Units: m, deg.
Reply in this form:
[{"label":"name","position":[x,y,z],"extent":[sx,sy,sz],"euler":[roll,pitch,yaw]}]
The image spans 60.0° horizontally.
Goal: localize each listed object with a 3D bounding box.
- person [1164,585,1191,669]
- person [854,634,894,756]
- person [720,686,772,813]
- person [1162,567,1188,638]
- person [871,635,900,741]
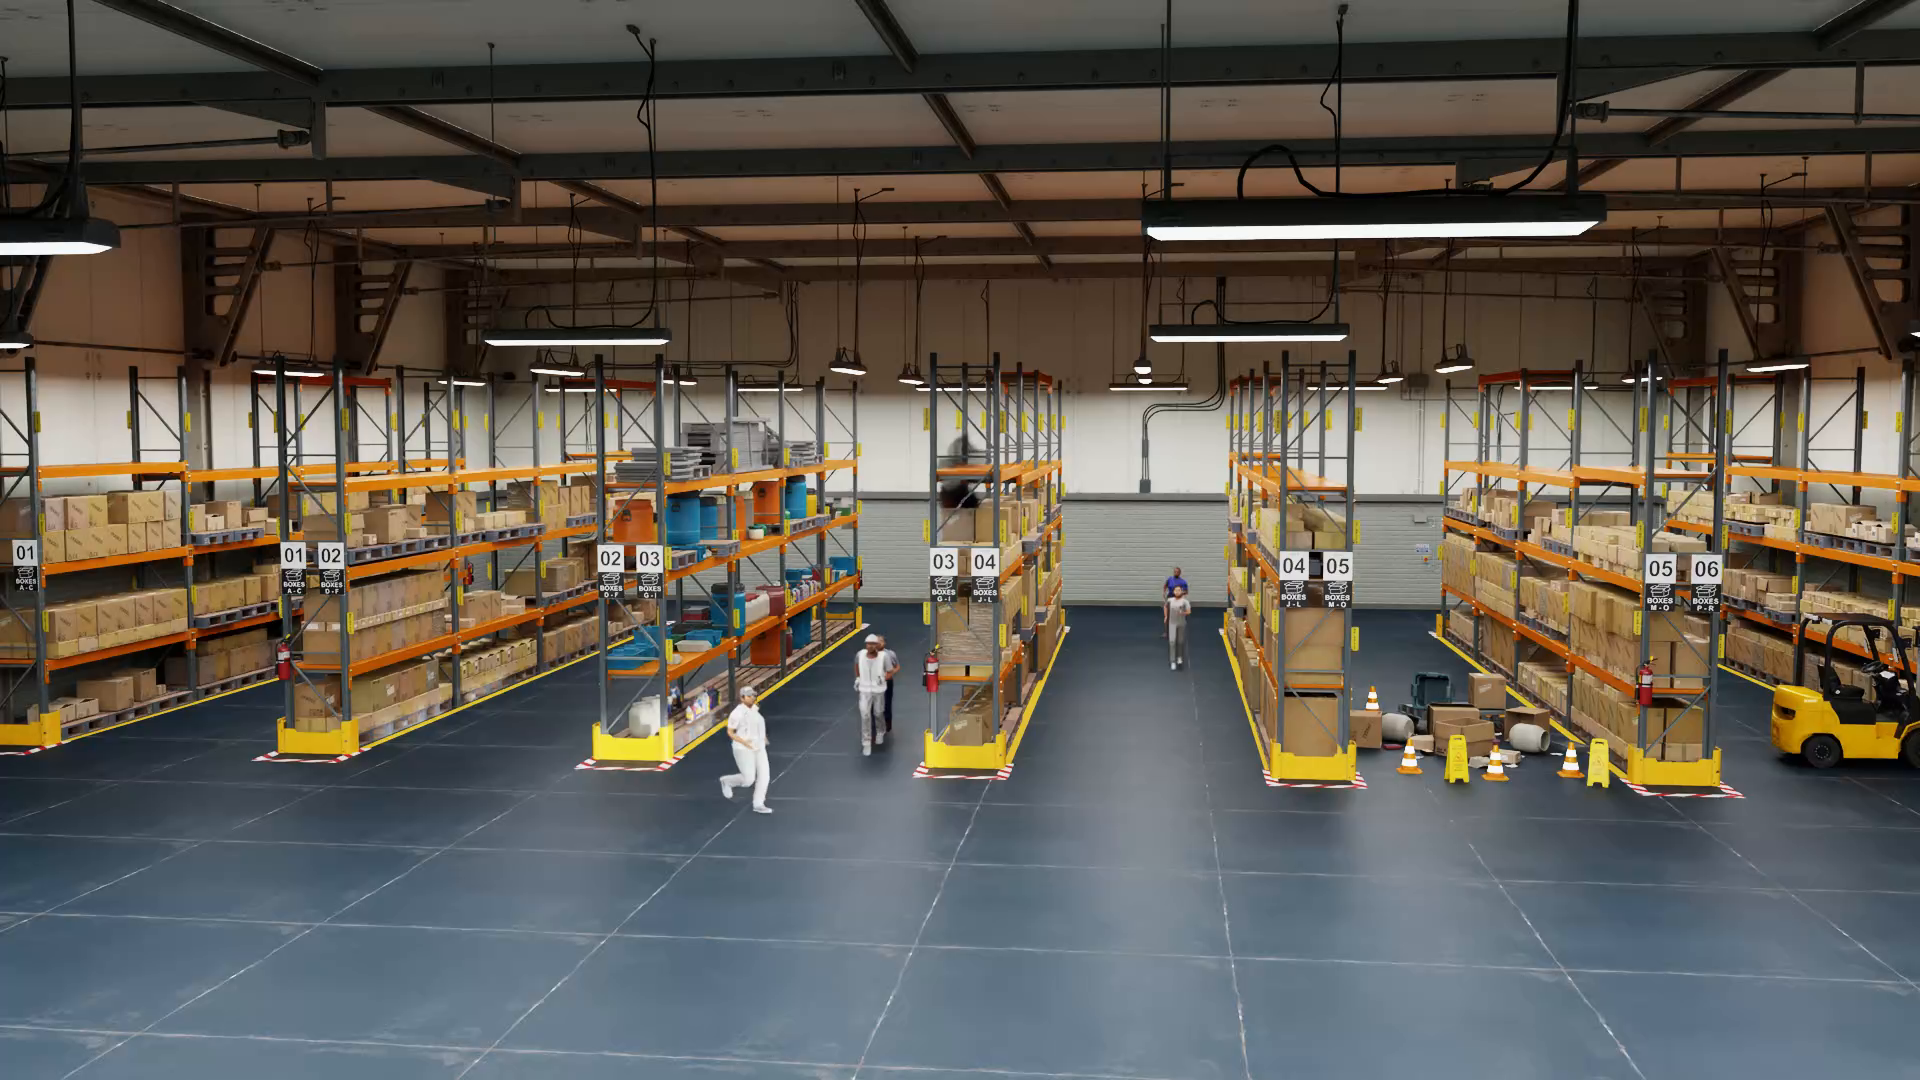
[{"label":"person","position":[4.422,1.711,33.867],"extent":[0.567,1.601,0.946],"euler":[1,4,9]},{"label":"person","position":[-1.313,2.316,25.347],"extent":[0.611,1.800,0.960],"euler":[0,4,2]},{"label":"person","position":[-2.710,2.687,21.406],"extent":[0.769,1.624,0.621],"euler":[3,5,37]},{"label":"person","position":[5.041,1.455,38.899],"extent":[0.613,1.640,0.849],"euler":[1,4,20]},{"label":"person","position":[-1.267,2.315,26.405],"extent":[0.627,1.639,0.760],"euler":[0,4,2]}]
